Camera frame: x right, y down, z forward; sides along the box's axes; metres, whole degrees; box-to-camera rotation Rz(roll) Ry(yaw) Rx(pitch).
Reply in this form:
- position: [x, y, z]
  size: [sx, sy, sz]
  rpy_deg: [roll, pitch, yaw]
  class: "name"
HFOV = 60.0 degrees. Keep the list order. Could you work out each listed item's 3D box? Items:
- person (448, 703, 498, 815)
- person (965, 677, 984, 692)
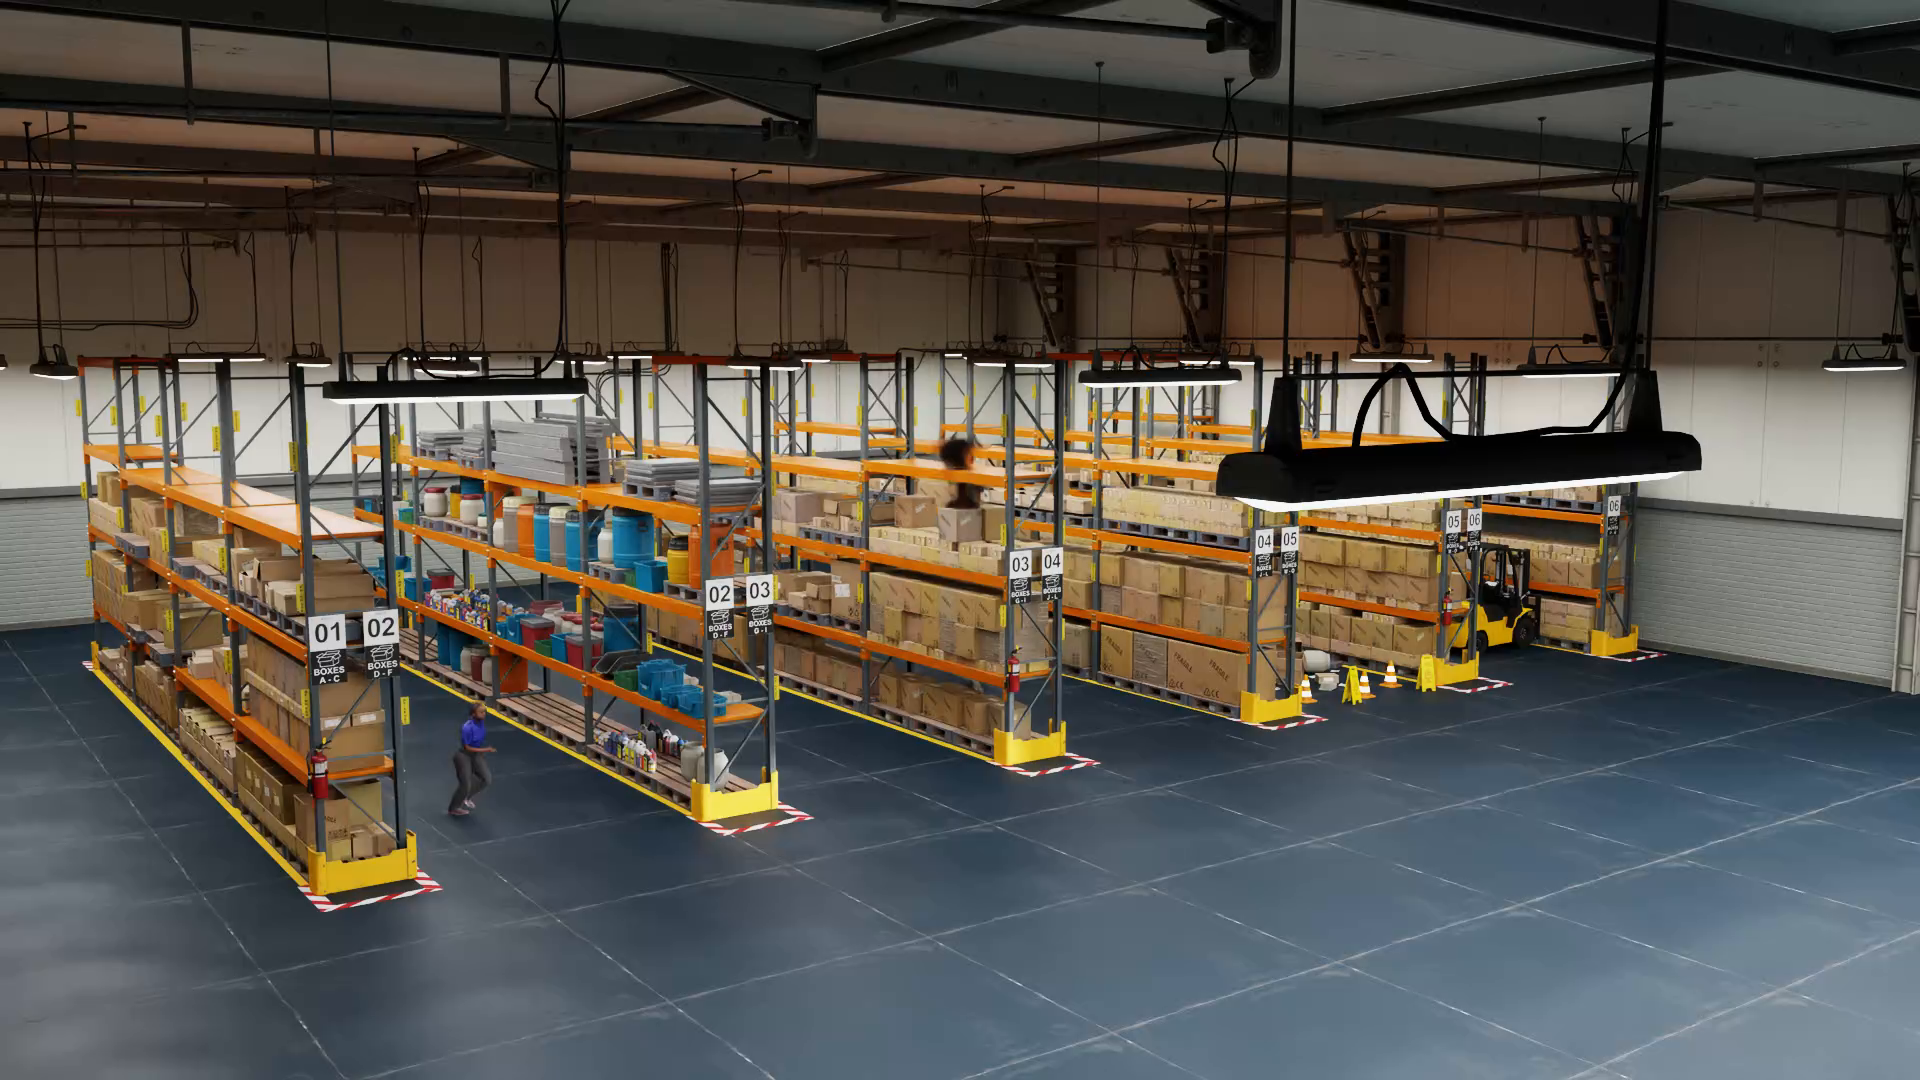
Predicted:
- position: [-6.458, 2.952, 22.073]
  size: [0.778, 1.443, 0.578]
  rpy_deg: [2, 7, 16]
  class: "person"
- position: [0.264, 1.855, 30.211]
  size: [0.600, 1.698, 0.818]
  rpy_deg: [-5, 8, -34]
  class: "person"
